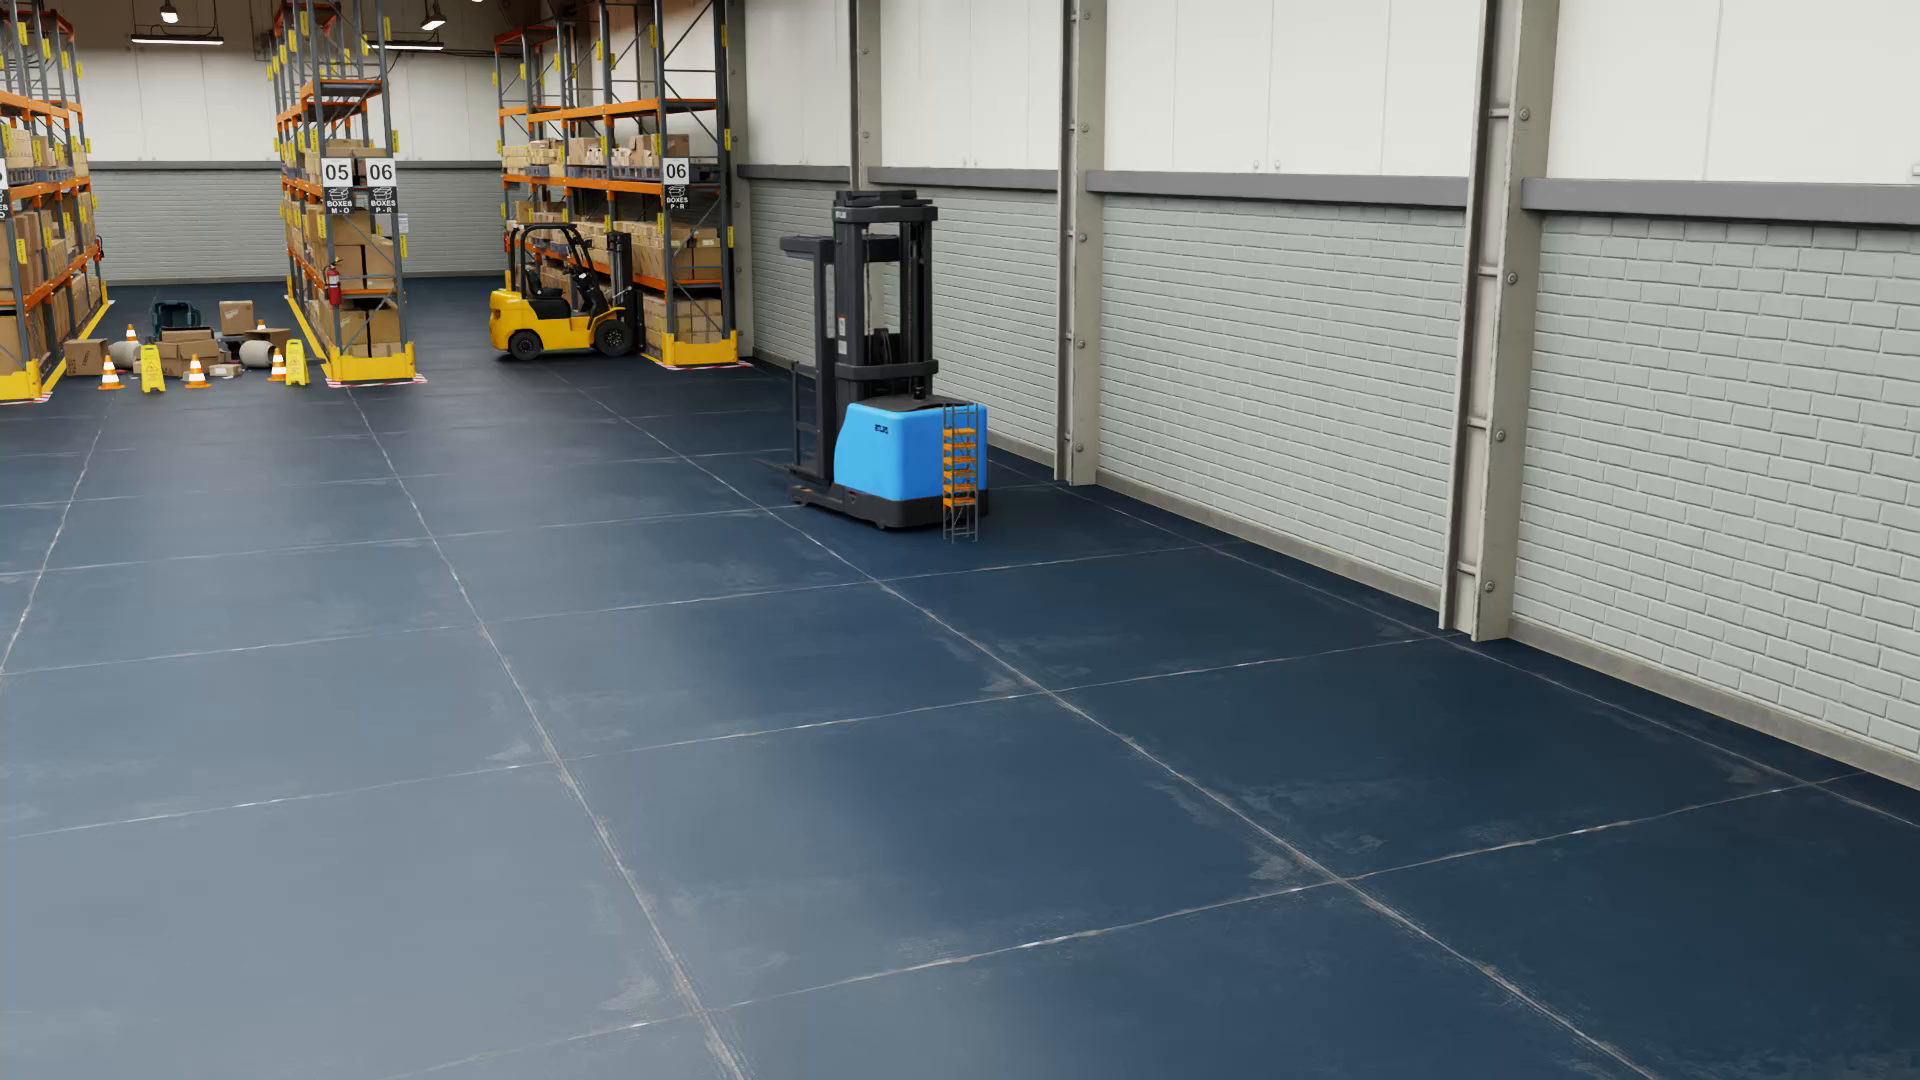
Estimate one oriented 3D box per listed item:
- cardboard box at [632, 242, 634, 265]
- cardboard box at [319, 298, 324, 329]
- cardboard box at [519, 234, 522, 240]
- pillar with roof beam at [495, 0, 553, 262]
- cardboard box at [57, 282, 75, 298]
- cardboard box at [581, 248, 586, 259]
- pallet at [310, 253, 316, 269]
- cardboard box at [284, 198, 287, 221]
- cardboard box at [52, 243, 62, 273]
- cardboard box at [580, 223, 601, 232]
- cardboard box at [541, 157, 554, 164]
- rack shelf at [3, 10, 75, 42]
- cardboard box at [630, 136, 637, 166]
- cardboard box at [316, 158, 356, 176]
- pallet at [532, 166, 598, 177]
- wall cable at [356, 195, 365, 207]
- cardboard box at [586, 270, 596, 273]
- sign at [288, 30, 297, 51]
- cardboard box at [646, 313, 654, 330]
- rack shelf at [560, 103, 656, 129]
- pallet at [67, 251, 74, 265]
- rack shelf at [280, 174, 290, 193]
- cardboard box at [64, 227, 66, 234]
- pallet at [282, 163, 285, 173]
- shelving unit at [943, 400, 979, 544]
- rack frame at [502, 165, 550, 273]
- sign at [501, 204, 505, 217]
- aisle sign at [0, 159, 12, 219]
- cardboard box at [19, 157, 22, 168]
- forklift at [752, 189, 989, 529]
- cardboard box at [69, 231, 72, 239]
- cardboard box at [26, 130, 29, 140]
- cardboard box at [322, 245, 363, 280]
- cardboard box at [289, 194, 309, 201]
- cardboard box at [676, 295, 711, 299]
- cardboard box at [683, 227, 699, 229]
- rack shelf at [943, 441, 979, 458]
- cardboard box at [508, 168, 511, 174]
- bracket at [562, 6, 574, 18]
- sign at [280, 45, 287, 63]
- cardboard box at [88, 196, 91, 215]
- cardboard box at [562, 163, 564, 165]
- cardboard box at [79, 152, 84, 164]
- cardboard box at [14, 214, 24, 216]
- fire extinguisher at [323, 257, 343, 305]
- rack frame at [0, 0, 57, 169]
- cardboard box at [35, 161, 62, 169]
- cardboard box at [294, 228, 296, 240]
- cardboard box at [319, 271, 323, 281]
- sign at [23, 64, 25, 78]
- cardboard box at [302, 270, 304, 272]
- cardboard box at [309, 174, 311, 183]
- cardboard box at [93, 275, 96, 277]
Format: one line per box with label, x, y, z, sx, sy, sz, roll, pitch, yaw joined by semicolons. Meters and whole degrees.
cardboard box;-5.406;-4.863;28.507;0.500;0.500;0.500;-6;14;-24
cardboard box;-10.330;-3.775;27.532;0.500;0.500;0.500;-5;14;-20
cardboard box;-10.104;-7.081;38.870;0.380;0.149;0.250;-5;14;-22
pillar with roof beam;-14.778;-10.792;41.041;9.100;9.000;0.548;-6;14;-23
cardboard box;-16.471;-4.566;30.395;0.500;0.250;0.500;-6;14;-26
cardboard box;-7.011;-5.570;32.115;0.500;0.250;0.500;-6;14;-25
pallet;-11.091;-5.019;29.827;1.003;0.211;1.213;-6;14;-23
cardboard box;-14.981;-7.475;37.576;0.500;0.500;0.500;-6;14;-24
cardboard box;-15.382;-4.717;27.878;0.500;0.500;0.500;-5;14;-22
cardboard box;-7.166;-6.080;32.328;0.380;0.149;0.250;-5;14;-22
cardboard box;-8.582;-7.972;34.915;0.380;0.149;0.250;-5;14;-22
rack shelf;-18.820;-10.480;33.921;1.077;0.370;4.000;-6;14;-23
cardboard box;-5.089;-6.493;27.738;0.797;0.503;0.637;-5;14;-21
cardboard box;-9.168;-5.479;24.412;0.500;0.250;0.500;-6;14;-24
pallet;-8.362;-7.808;35.217;1.213;0.211;1.003;-6;14;-23
wall cable;-16.111;-8.959;44.172;0.588;1.984;0.122;-6;14;-23
cardboard box;-7.726;-5.621;35.177;0.380;0.149;0.250;-6;14;-24
sign;-10.825;-8.095;26.965;0.100;0.325;0.005;-6;14;-23
cardboard box;-4.842;-3.599;27.327;0.500;0.250;0.500;-6;14;-24
rack shelf;-6.573;-7.931;31.162;1.077;0.370;4.000;-6;14;-23
pallet;-16.799;-5.094;30.151;1.213;0.211;1.003;-6;14;-23
rack shelf;-14.325;-7.868;36.656;1.077;0.370;4.000;-6;14;-23
cardboard box;-16.844;-5.751;30.874;0.380;0.149;0.250;-5;14;-20
pallet;-14.819;-8.436;37.712;1.003;0.211;1.213;-6;14;-23
shelving unit;0.006;-0.582;14.222;0.258;1.200;0.189;-6;14;-23
rack frame;-10.579;-7.619;40.639;1.000;3.000;0.127;-6;14;-23
sign;-11.076;-7.992;40.329;0.100;0.325;0.005;-6;14;-23
aisle sign;-12.908;-4.676;22.154;0.394;0.787;0.004;-6;14;-23
cardboard box;-13.663;-5.402;23.810;0.380;0.149;0.250;-5;14;-22
forklift;-0.992;-1.802;15.655;1.130;2.935;3.031;-9;16;-34
cardboard box;-17.361;-5.877;32.075;0.380;0.149;0.250;-6;14;-25
cardboard box;-14.274;-6.105;25.078;0.380;0.149;0.250;-6;14;-23
cardboard box;-9.186;-4.145;24.748;0.500;0.500;0.500;-6;14;-24
cardboard box;-13.938;-7.231;35.081;0.380;0.149;0.250;-6;14;-24
cardboard box;-4.393;-3.885;27.453;0.500;0.250;0.500;-6;14;-23
cardboard box;-4.301;-5.022;27.098;0.380;0.149;0.250;-5;14;-22
rack shelf;0.006;-0.772;14.178;0.258;0.103;0.180;-6;14;-23
cardboard box;-10.443;-8.704;39.231;0.380;0.149;0.250;-5;14;-22
bracket;-8.589;-11.577;36.450;0.235;0.232;0.430;-6;14;-23
sign;-12.428;-8.922;30.537;0.100;0.325;0.005;-6;14;-23
cardboard box;-19.007;-7.206;35.755;0.500;0.500;0.500;-6;14;-25
cardboard box;-7.823;-7.656;33.592;0.380;0.149;0.250;-6;14;-24
cardboard box;-18.794;-8.050;35.072;0.500;0.250;0.500;-5;14;-22
cardboard box;-14.280;-4.516;24.501;0.875;0.550;0.550;-6;14;-23
fire extinguisher;-9.093;-3.762;24.142;0.296;0.674;0.183;-6;14;-23
rack frame;-16.416;-7.972;28.858;1.000;3.000;0.127;-6;14;-23
cardboard box;-16.401;-6.702;29.799;0.500;0.500;0.500;-6;14;-23
cardboard box;-13.193;-6.186;33.670;0.500;0.250;0.500;-5;14;-22
cardboard box;-9.983;-4.209;26.462;0.380;0.149;0.250;-6;14;-23
sign;-20.118;-10.070;35.674;0.100;0.325;0.005;-6;14;-23
cardboard box;-14.770;-5.999;38.389;0.875;0.438;0.875;-6;14;-25
cardboard box;-10.367;-5.884;27.046;0.380;0.149;0.250;-6;14;-23
cardboard box;-19.177;-5.721;36.509;0.380;0.149;0.250;-5;14;-22
